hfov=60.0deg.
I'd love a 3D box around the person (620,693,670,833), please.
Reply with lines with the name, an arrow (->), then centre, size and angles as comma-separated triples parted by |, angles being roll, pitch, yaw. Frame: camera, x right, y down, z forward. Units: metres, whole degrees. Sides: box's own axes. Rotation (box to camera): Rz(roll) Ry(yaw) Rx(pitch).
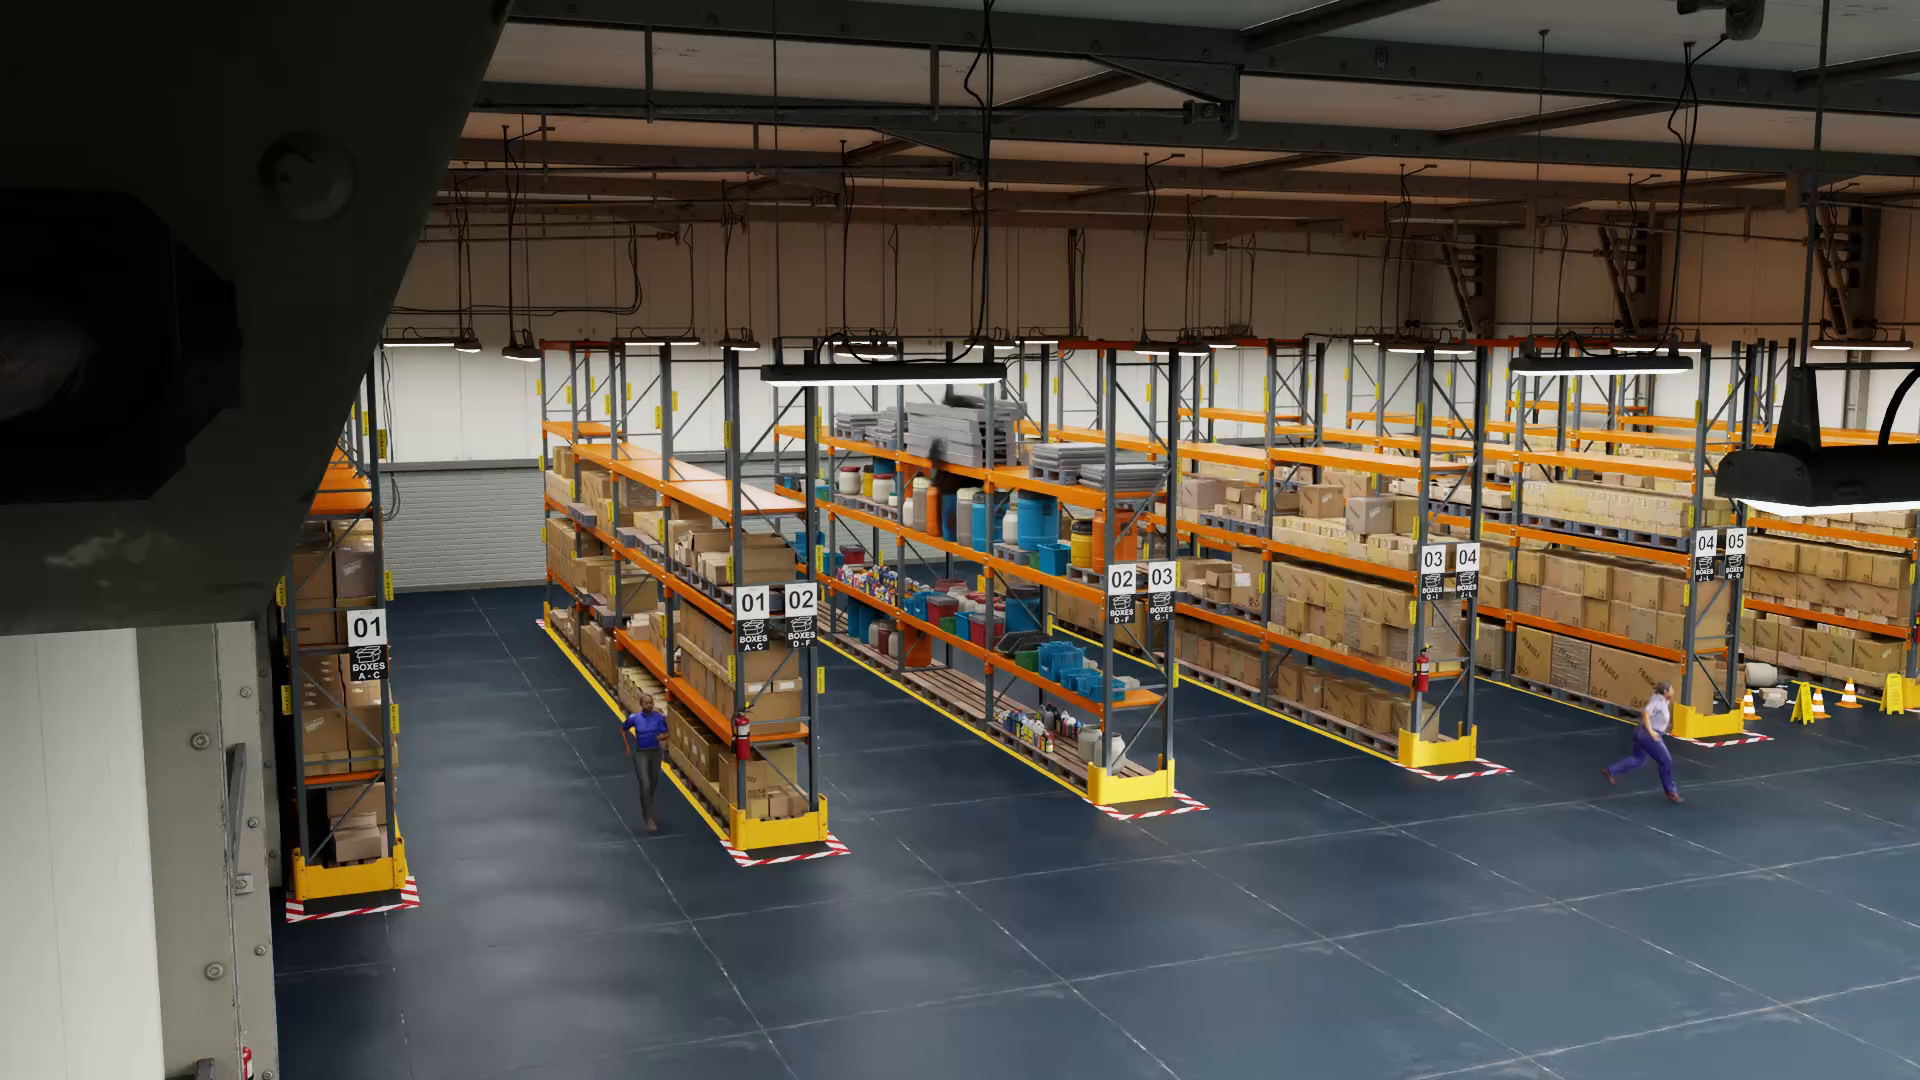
person -> -3.960, 2.767, 21.049 | 0.562, 1.682, 0.885 | -4, 8, -28

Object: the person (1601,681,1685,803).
person -> 9.135, 2.669, 22.168 | 1.059, 1.649, 0.609 | 2, 8, 12
